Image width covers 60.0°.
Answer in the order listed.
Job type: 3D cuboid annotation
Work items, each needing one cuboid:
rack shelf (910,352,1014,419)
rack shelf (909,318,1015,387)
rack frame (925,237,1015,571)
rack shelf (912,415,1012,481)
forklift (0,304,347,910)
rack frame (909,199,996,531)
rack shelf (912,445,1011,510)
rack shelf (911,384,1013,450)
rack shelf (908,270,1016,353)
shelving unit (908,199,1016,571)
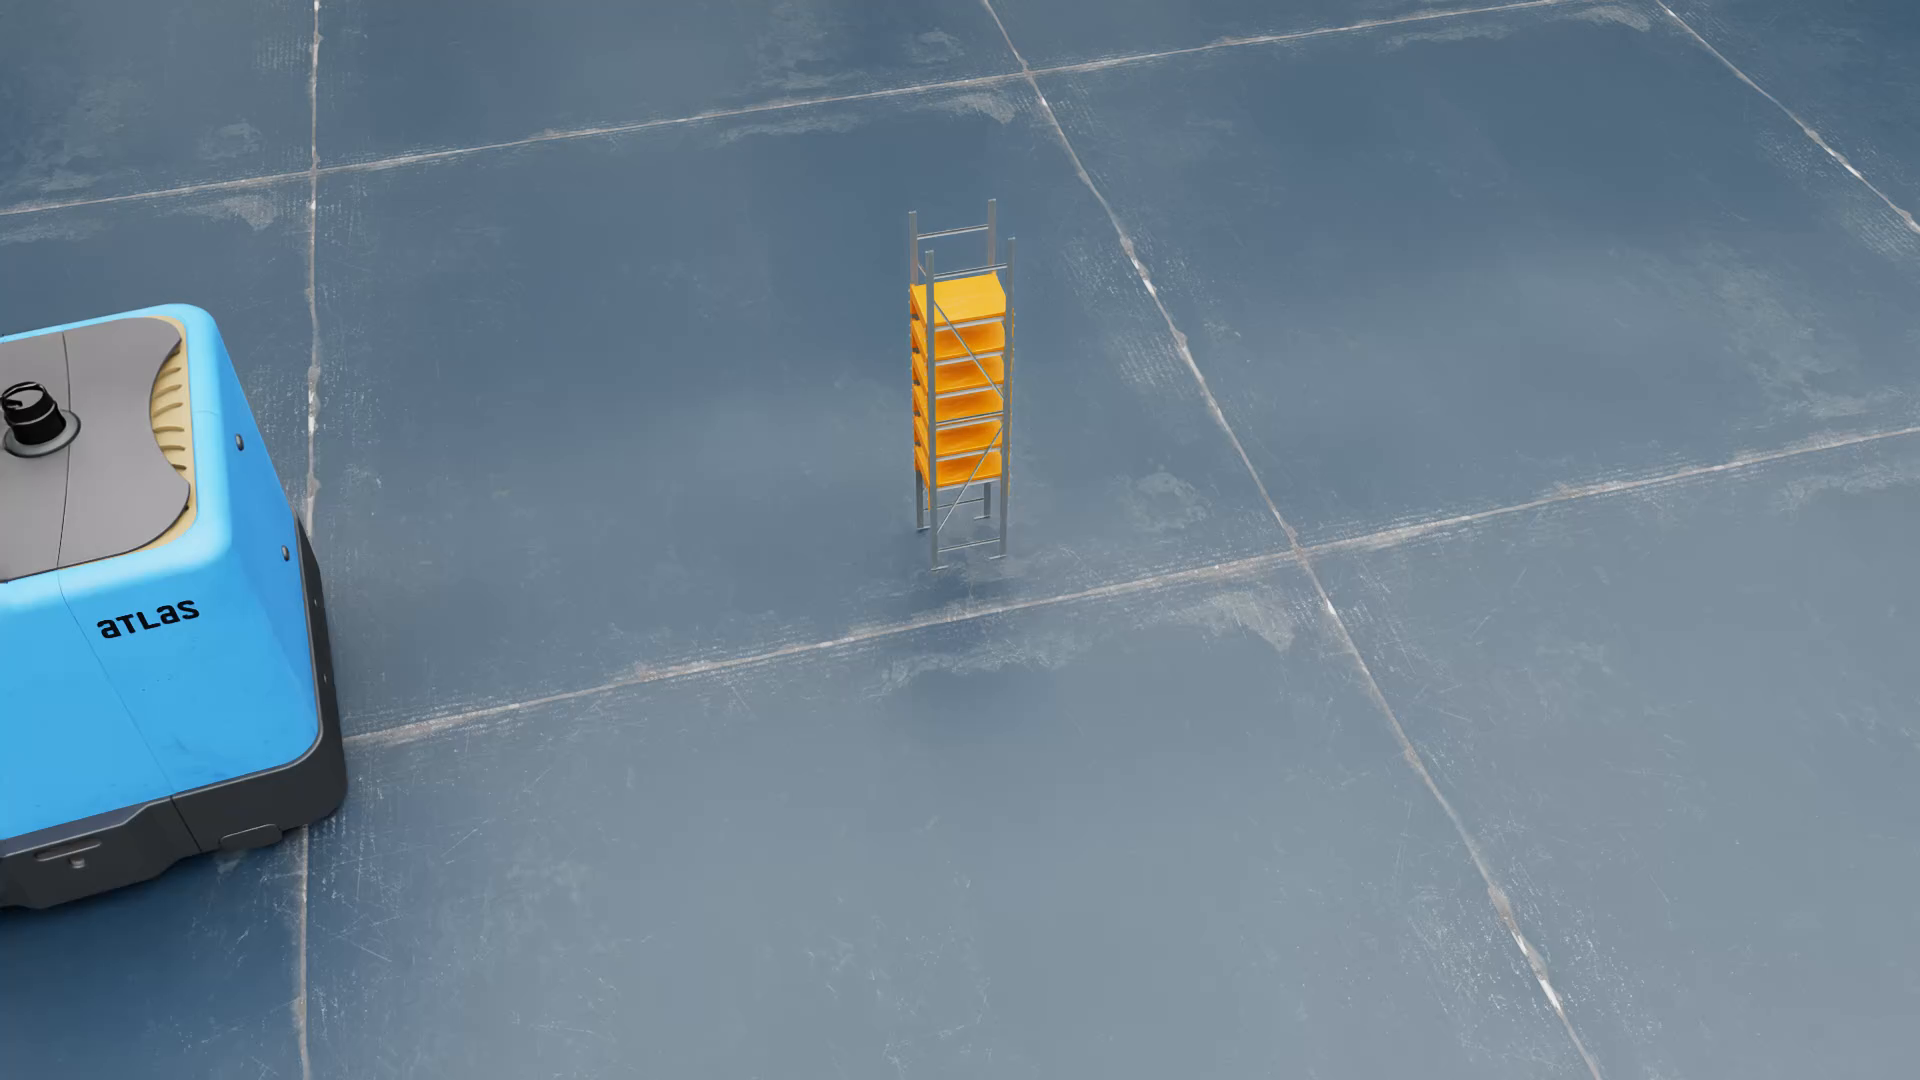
[{"bbox_3d":[0.004,-0.463,4.758,0.258,0.103,0.180,-11,47,-10],"label":"rack shelf"},{"bbox_3d":[0.004,-0.547,4.672,0.258,0.103,0.180,-11,47,-10],"label":"rack shelf"},{"bbox_3d":[0.027,-0.347,4.750,0.240,1.200,0.006,-11,47,-10],"label":"rack frame"},{"bbox_3d":[0.004,-0.295,4.929,0.258,0.103,0.180,-11,47,-10],"label":"rack shelf"},{"bbox_3d":[-3.227,-0.231,3.425,3.031,2.935,1.130,-15,47,-14],"label":"forklift"},{"bbox_3d":[-0.020,-0.473,4.874,0.240,1.200,0.006,-11,47,-10],"label":"rack frame"},{"bbox_3d":[0.004,-0.211,5.015,0.258,0.103,0.180,-11,47,-10],"label":"rack shelf"},{"bbox_3d":[0.004,-0.379,4.843,0.258,0.103,0.180,-11,47,-10],"label":"rack shelf"},{"bbox_3d":[0.004,-0.631,4.586,0.258,0.103,0.180,-11,47,-10],"label":"rack shelf"},{"bbox_3d":[0.004,-0.410,4.812,0.258,1.200,0.189,-11,47,-10],"label":"shelving unit"}]
